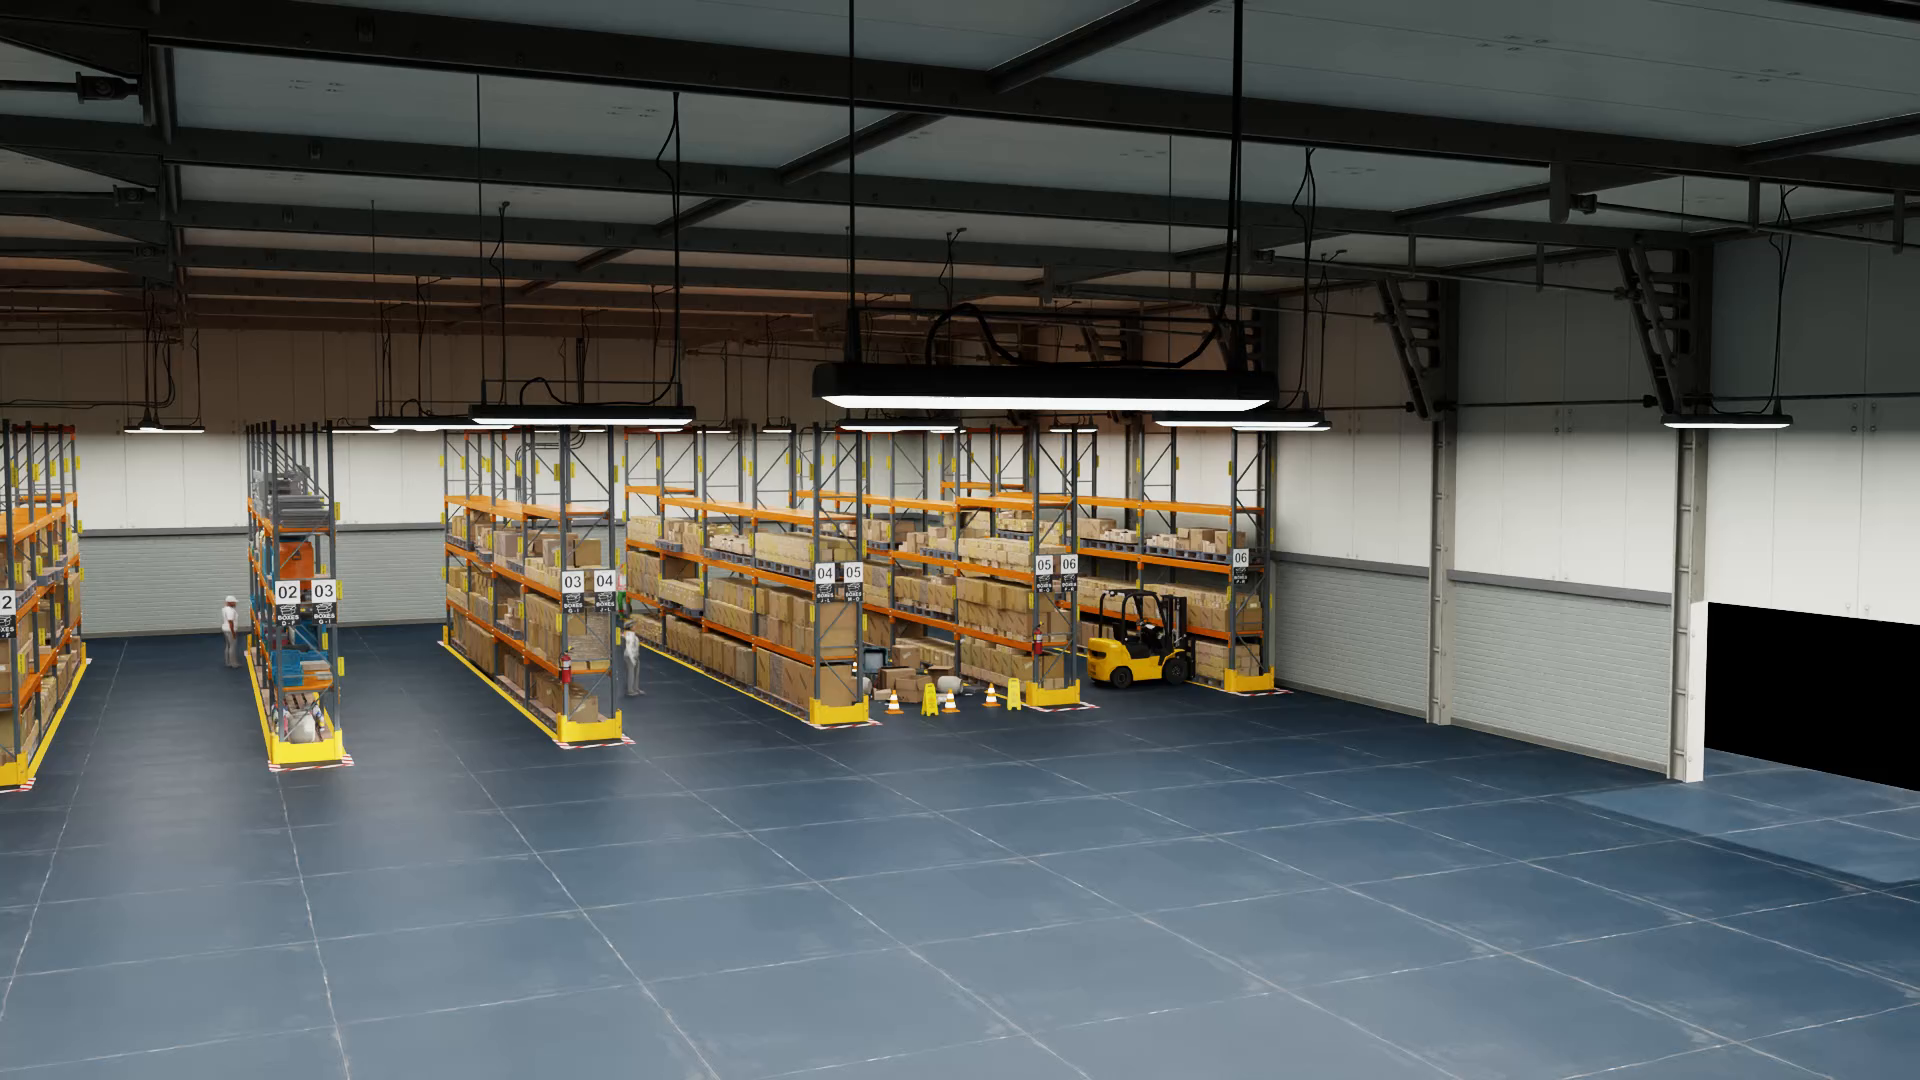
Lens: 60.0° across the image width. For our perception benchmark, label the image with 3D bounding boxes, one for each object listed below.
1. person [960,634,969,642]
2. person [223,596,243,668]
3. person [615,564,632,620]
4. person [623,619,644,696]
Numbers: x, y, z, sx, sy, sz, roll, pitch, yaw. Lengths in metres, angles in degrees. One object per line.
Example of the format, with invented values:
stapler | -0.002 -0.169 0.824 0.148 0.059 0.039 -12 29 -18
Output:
person | 0.141 1.997 46.124 0.332 1.676 0.463 -2 4 -31
person | -17.996 2.257 41.138 0.413 1.769 0.624 -2 4 -32
person | -10.492 1.614 51.838 0.624 1.760 0.517 0 4 -5
person | -7.238 2.592 36.755 0.367 1.691 0.526 1 4 16
